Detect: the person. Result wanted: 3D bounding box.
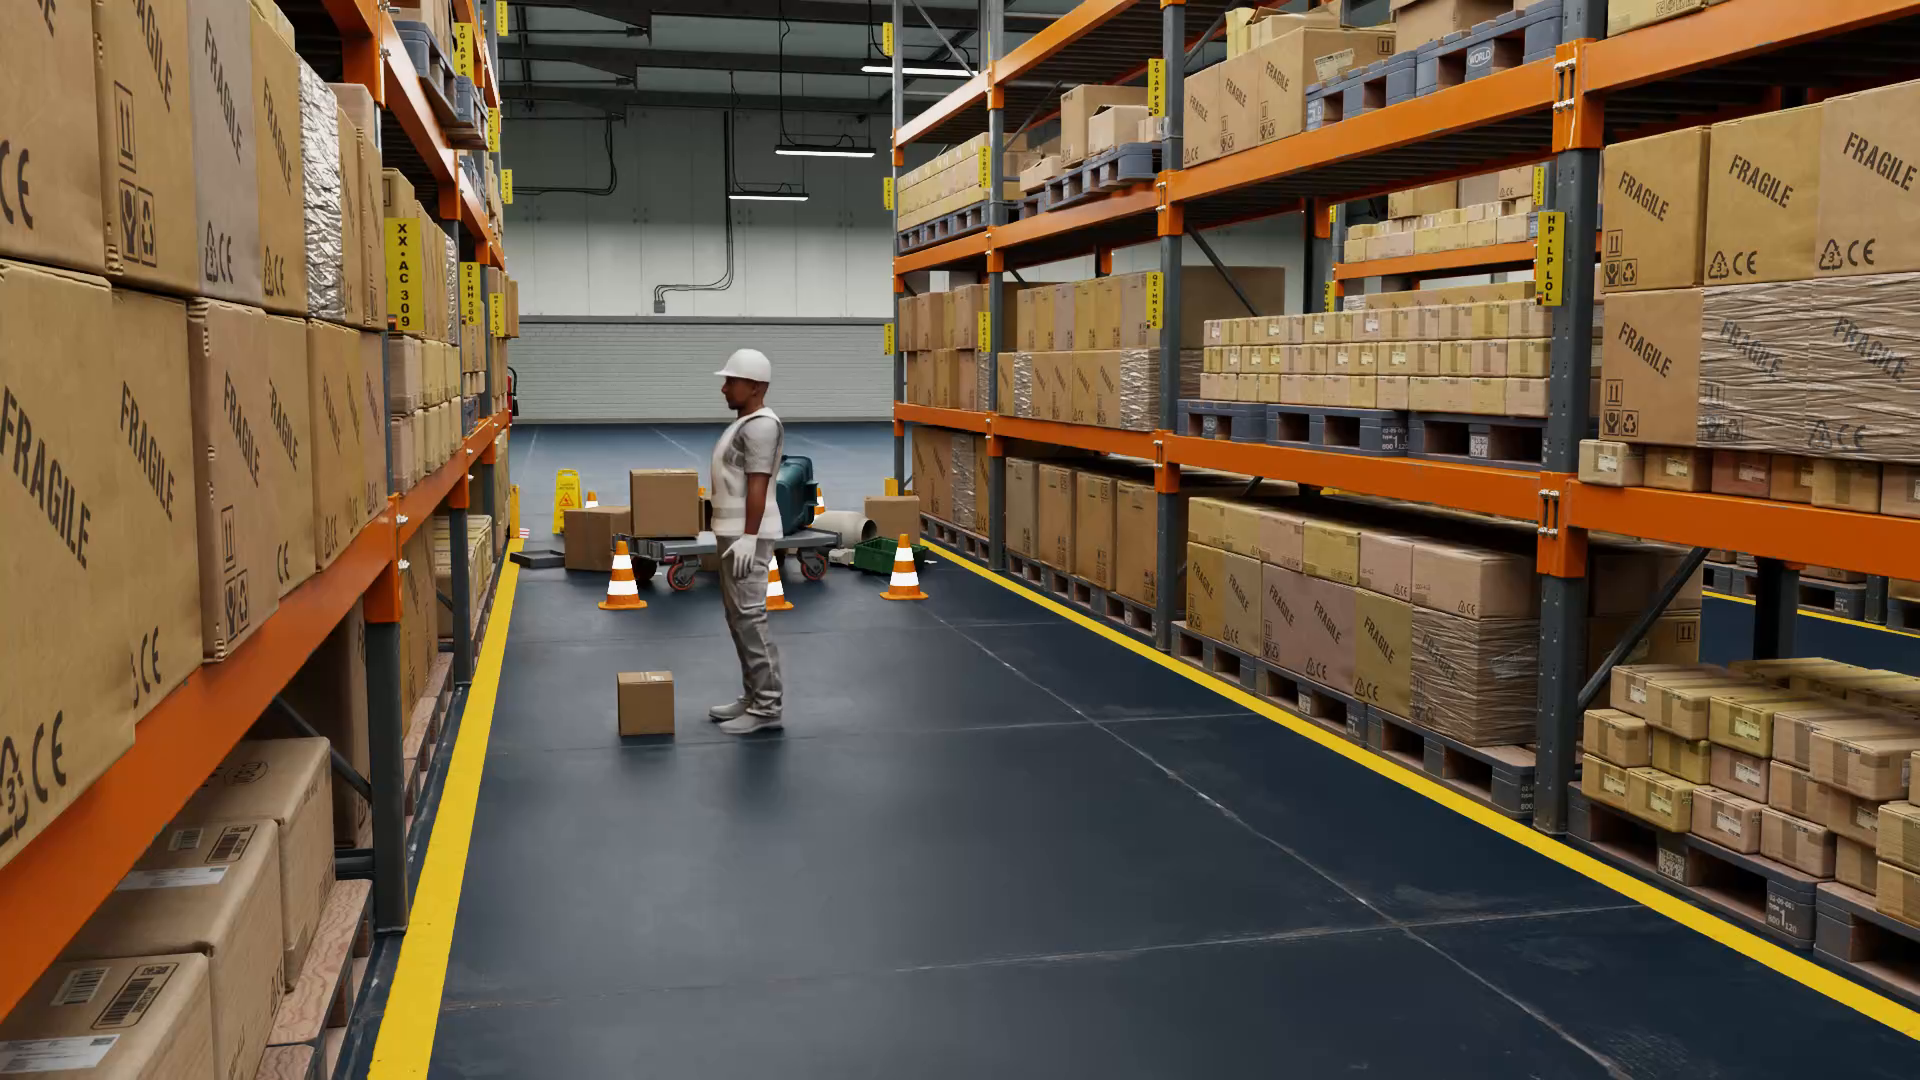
[{"bbox_3d":[-1.009,0.000,7.854,0.361,1.793,0.541,-1,6,-12],"label":"person"}]
